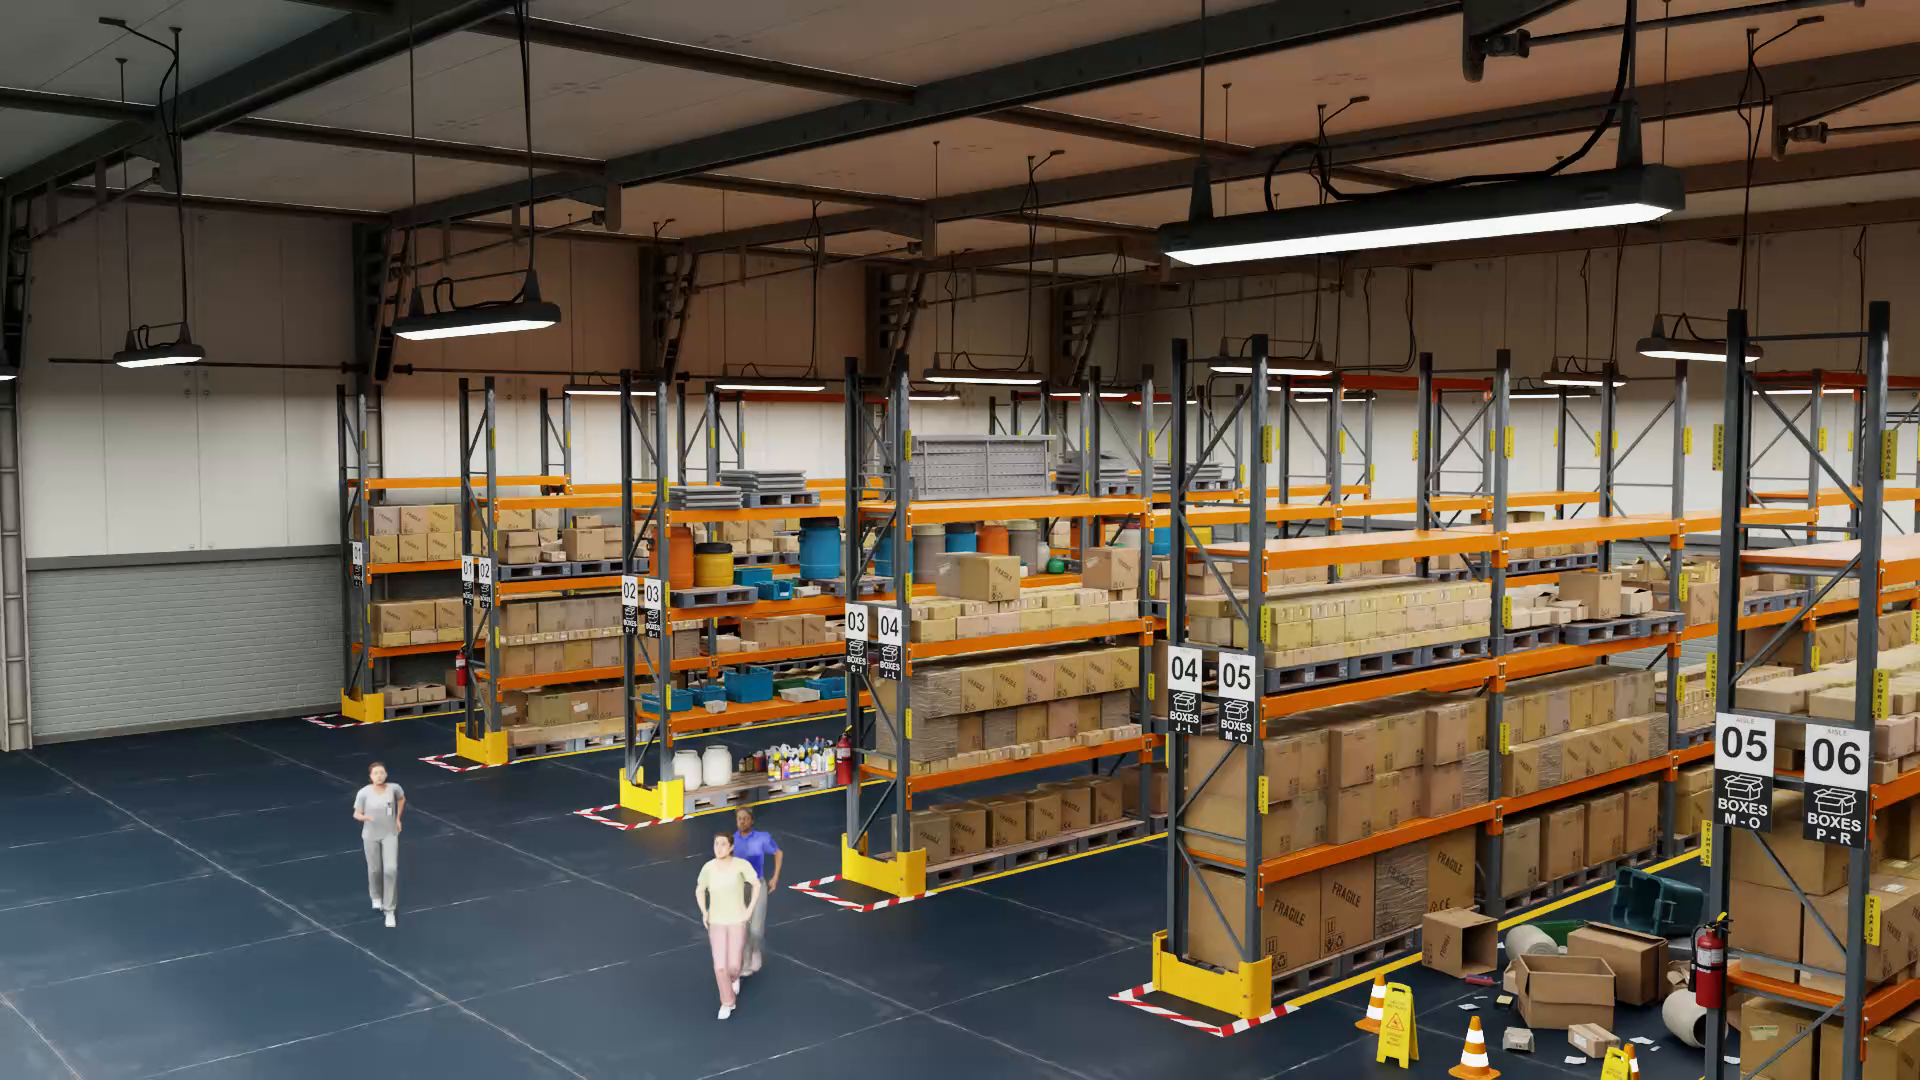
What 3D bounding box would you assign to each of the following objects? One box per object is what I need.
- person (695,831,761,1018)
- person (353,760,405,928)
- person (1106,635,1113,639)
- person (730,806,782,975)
[{"bbox_3d":[-2.067,3.387,14.762,0.580,1.636,0.547,0,4,3],"label":"person"},{"bbox_3d":[-6.135,3.173,17.590,0.511,1.713,0.825,-1,4,-18],"label":"person"},{"bbox_3d":[3.081,1.878,32.744,0.711,1.745,0.735,3,5,39],"label":"person"},{"bbox_3d":[-1.991,3.327,15.702,0.590,1.615,0.552,0,4,0],"label":"person"}]
